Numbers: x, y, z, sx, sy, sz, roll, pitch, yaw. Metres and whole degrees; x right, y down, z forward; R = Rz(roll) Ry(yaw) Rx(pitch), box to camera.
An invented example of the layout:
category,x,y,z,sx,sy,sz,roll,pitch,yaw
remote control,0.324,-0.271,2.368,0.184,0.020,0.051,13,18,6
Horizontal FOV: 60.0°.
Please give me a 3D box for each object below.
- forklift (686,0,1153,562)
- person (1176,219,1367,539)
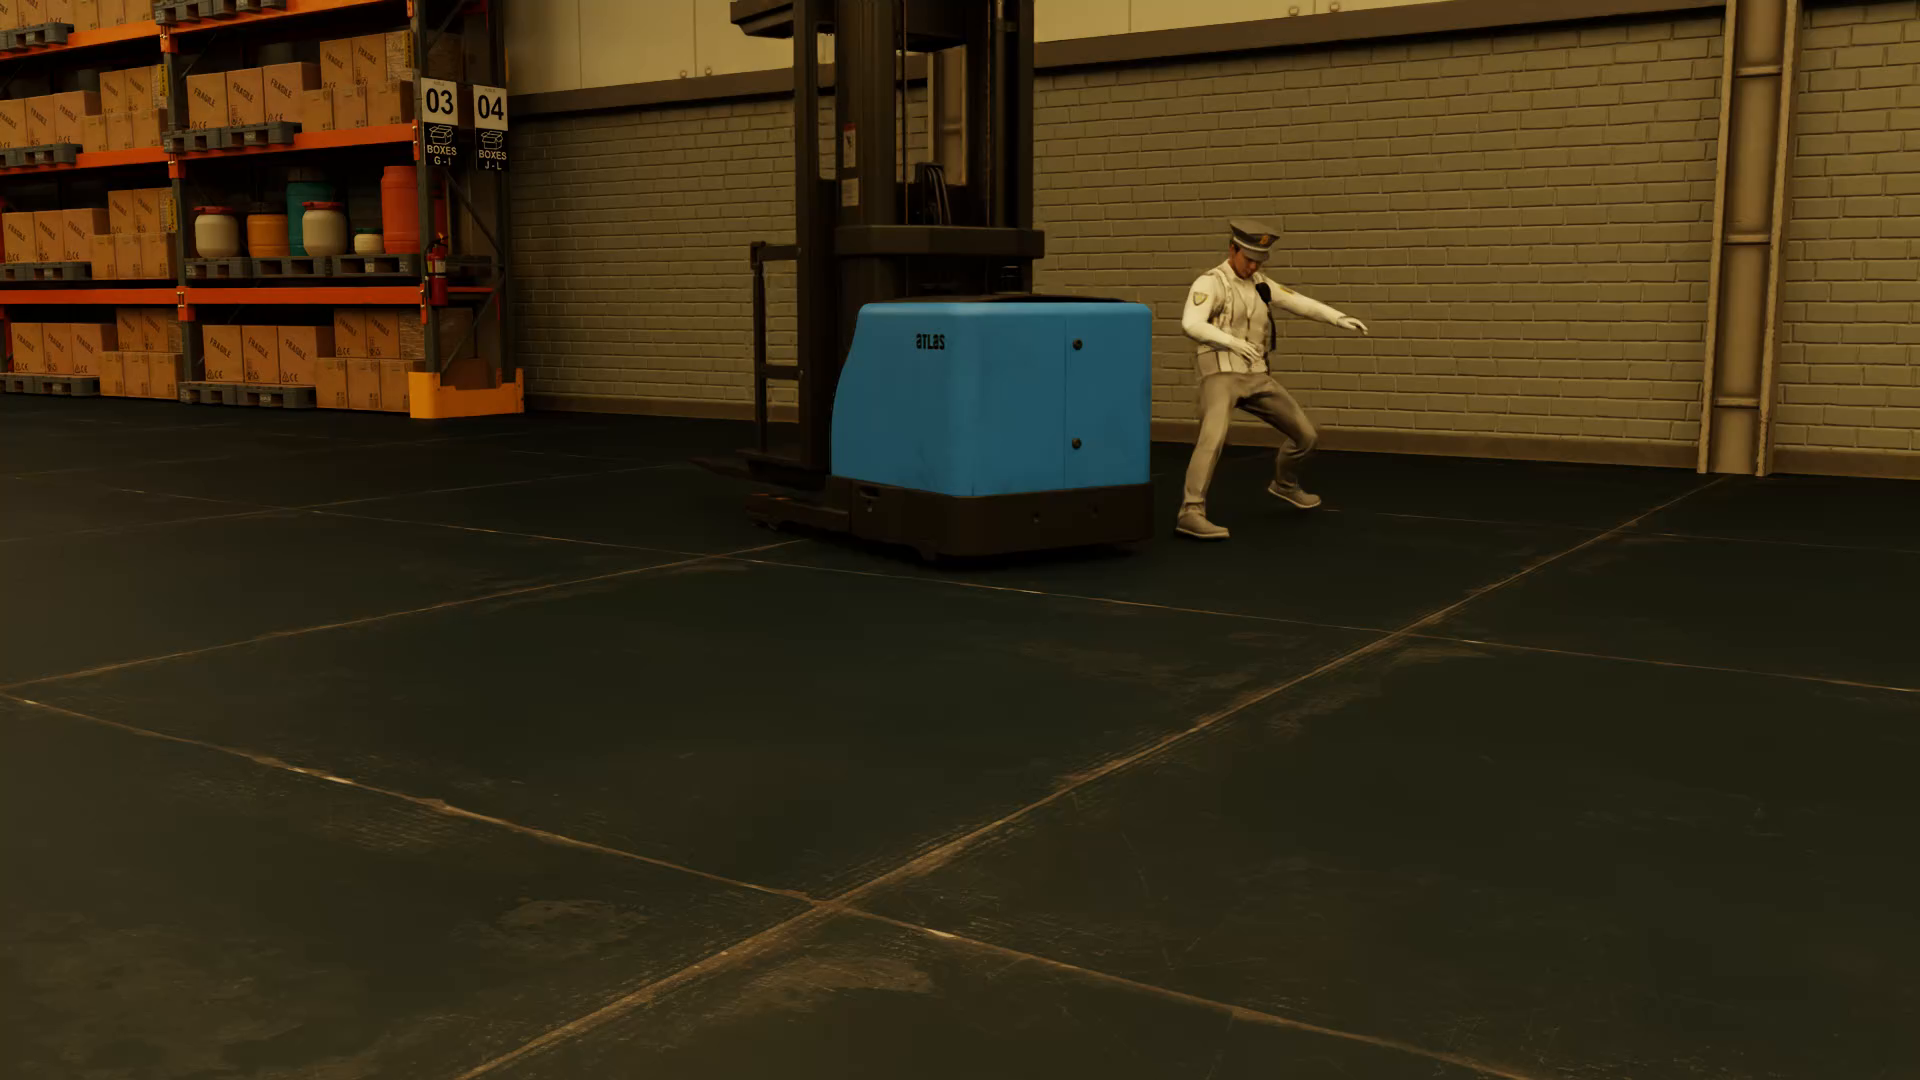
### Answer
category,x,y,z,sx,sy,sz,roll,pitch,yaw
forklift,-0.400,-1.527,7.929,1.130,2.935,3.031,-5,10,-33
person,1.462,-0.806,8.050,1.229,1.467,0.800,-5,9,-29
